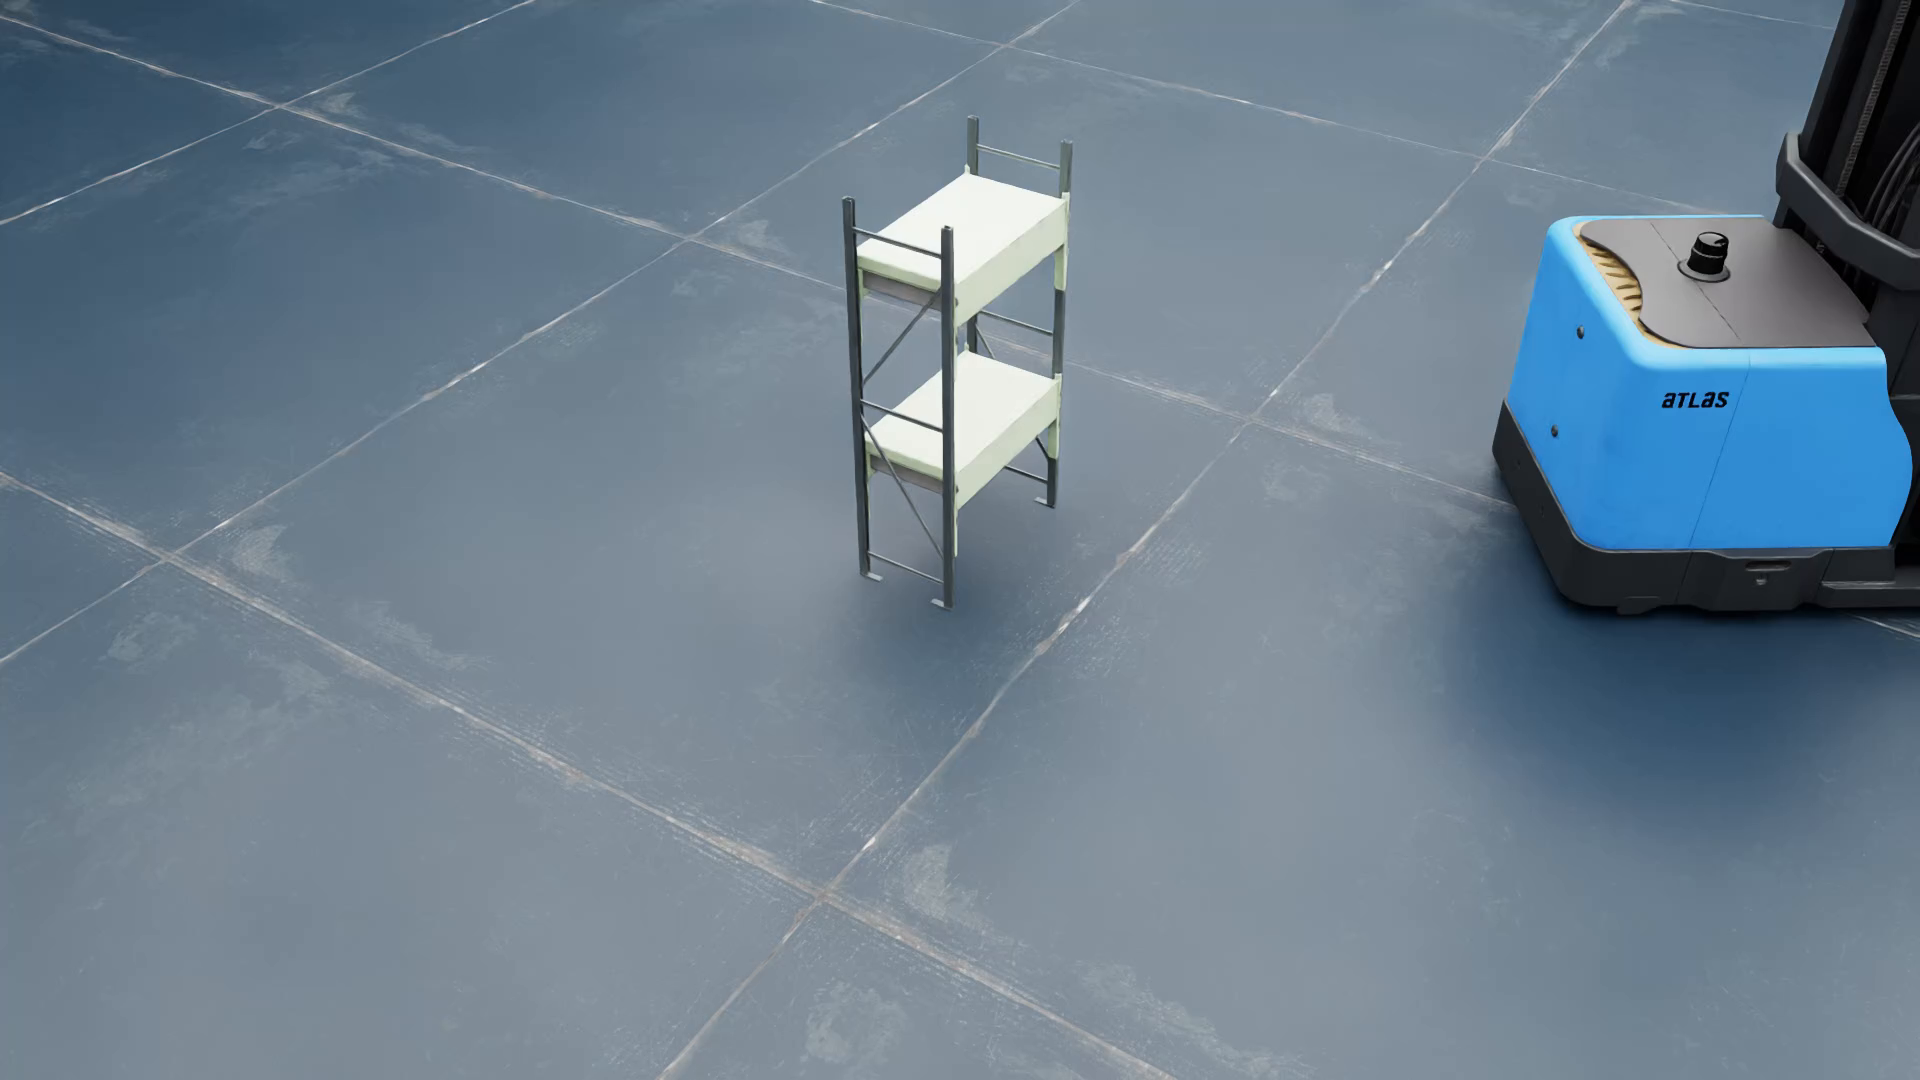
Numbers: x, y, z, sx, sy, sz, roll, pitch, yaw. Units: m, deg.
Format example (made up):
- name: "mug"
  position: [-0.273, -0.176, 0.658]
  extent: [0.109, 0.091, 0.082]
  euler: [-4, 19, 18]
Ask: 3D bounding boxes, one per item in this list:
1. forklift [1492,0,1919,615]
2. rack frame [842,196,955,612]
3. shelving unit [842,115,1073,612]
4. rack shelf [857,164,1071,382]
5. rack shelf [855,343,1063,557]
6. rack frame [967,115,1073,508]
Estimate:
- name: "forklift"
  position: [3.630, -1.211, 5.420]
  extent: [3.031, 2.935, 1.130]
  euler: [-1, 38, -1]
- name: "rack frame"
  position: [-0.193, -0.409, 5.552]
  extent: [0.400, 1.500, 0.023]
  euler: [21, 42, 25]
- name: "shelving unit"
  position: [0.004, -0.597, 5.797]
  extent: [0.431, 1.500, 0.755]
  euler: [21, 42, 25]
- name: "rack shelf"
  position: [0.004, -0.907, 5.558]
  extent: [0.431, 0.370, 0.720]
  euler: [21, 42, 25]
- name: "rack shelf"
  position: [0.004, -0.339, 5.996]
  extent: [0.431, 0.370, 0.720]
  euler: [21, 42, 25]
- name: "rack frame"
  position: [0.200, -0.786, 6.041]
  extent: [0.400, 1.500, 0.023]
  euler: [21, 42, 25]
